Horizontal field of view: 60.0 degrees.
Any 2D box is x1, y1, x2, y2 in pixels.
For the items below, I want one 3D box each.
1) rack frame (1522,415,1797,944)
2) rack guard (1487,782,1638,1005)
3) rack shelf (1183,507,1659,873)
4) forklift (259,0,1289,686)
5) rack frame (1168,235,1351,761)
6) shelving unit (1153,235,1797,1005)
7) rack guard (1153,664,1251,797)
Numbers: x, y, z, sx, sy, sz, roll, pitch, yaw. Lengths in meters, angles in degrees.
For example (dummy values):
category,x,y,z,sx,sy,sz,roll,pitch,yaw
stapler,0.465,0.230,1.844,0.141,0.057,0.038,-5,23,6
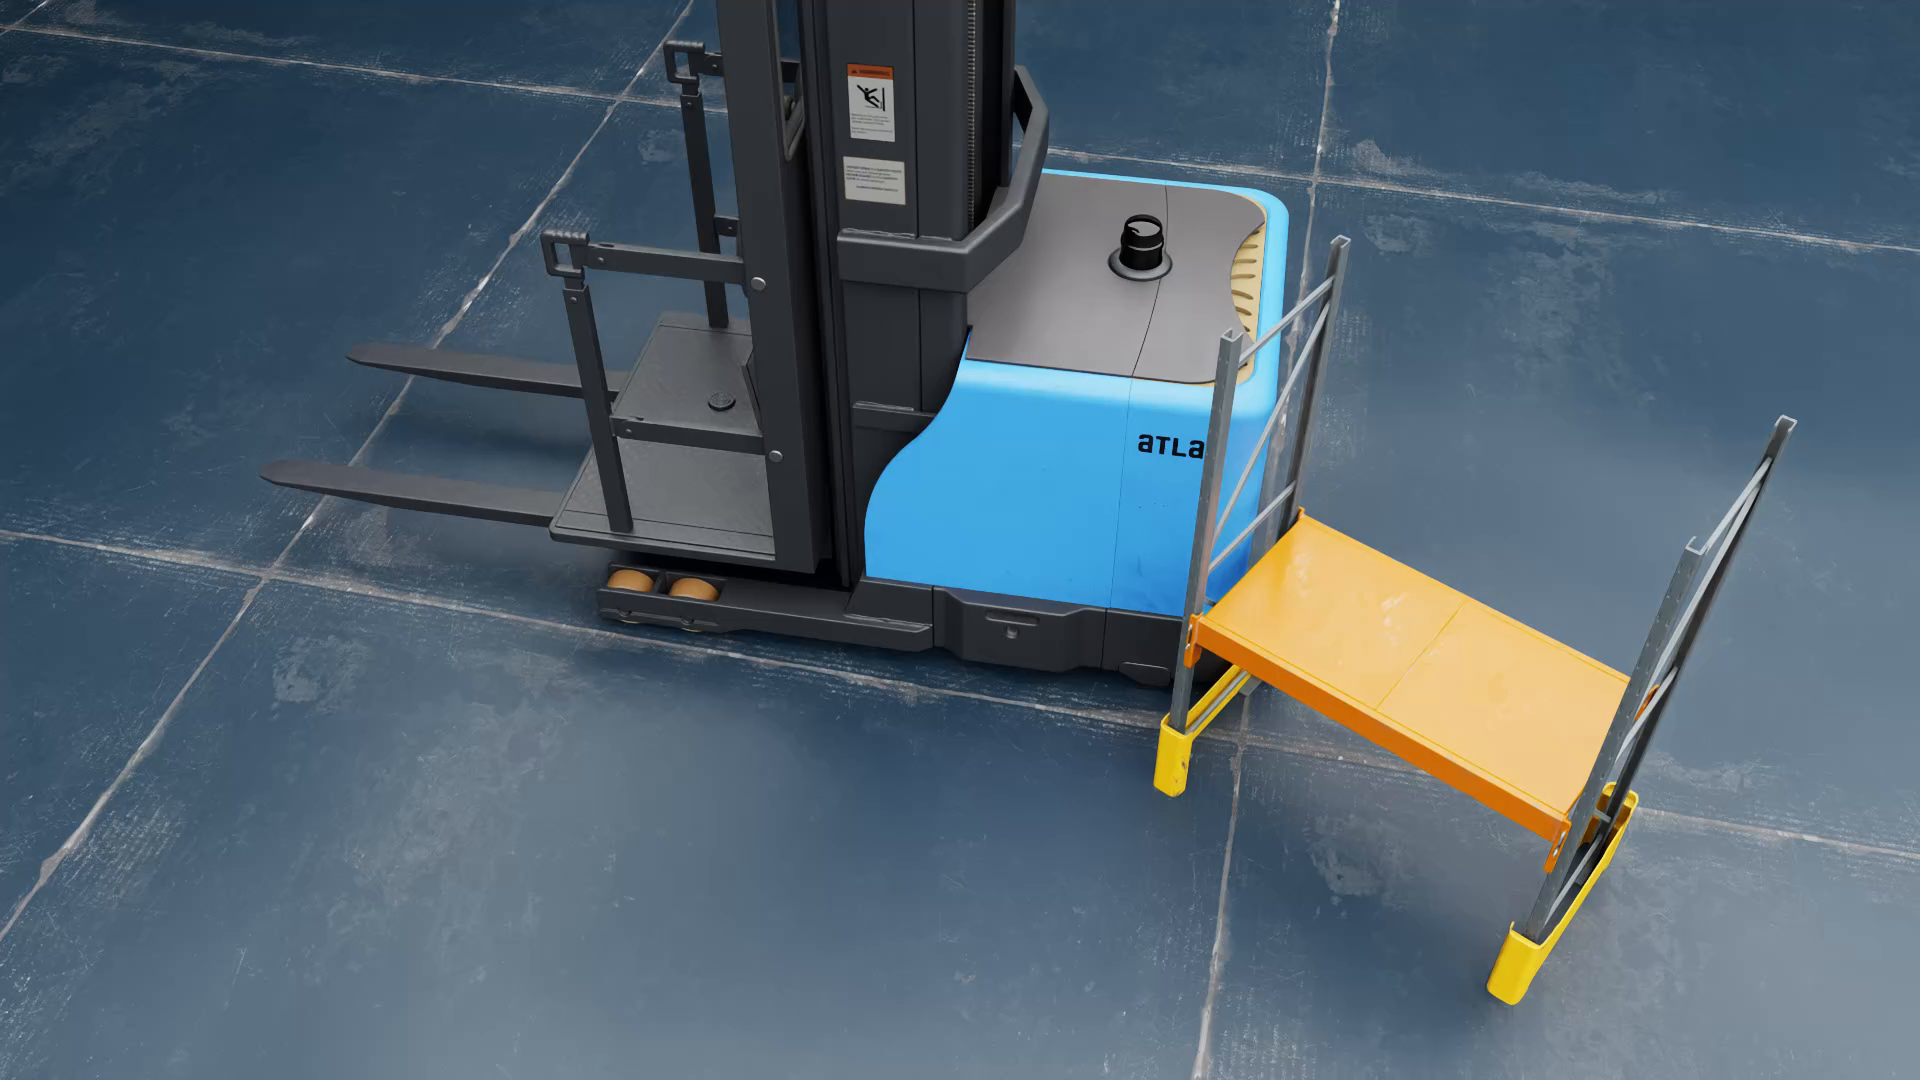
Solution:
category,x,y,z,sx,sy,sz,roll,pitch,yaw
rack frame,1.510,0.428,3.724,0.032,1.500,0.500,30,51,27
rack guard,1.509,0.878,4.158,0.087,0.250,0.587,30,51,27
rack shelf,1.117,0.334,4.081,1.000,0.185,0.538,30,51,27
forklift,-0.619,-1.134,4.315,3.031,2.935,1.130,7,44,7
rack frame,0.724,-0.020,4.189,0.032,1.500,0.500,30,51,27
shelving unit,1.124,0.208,3.952,1.083,1.500,0.587,30,51,27
rack guard,0.739,0.439,4.613,0.087,0.250,0.587,30,51,27
